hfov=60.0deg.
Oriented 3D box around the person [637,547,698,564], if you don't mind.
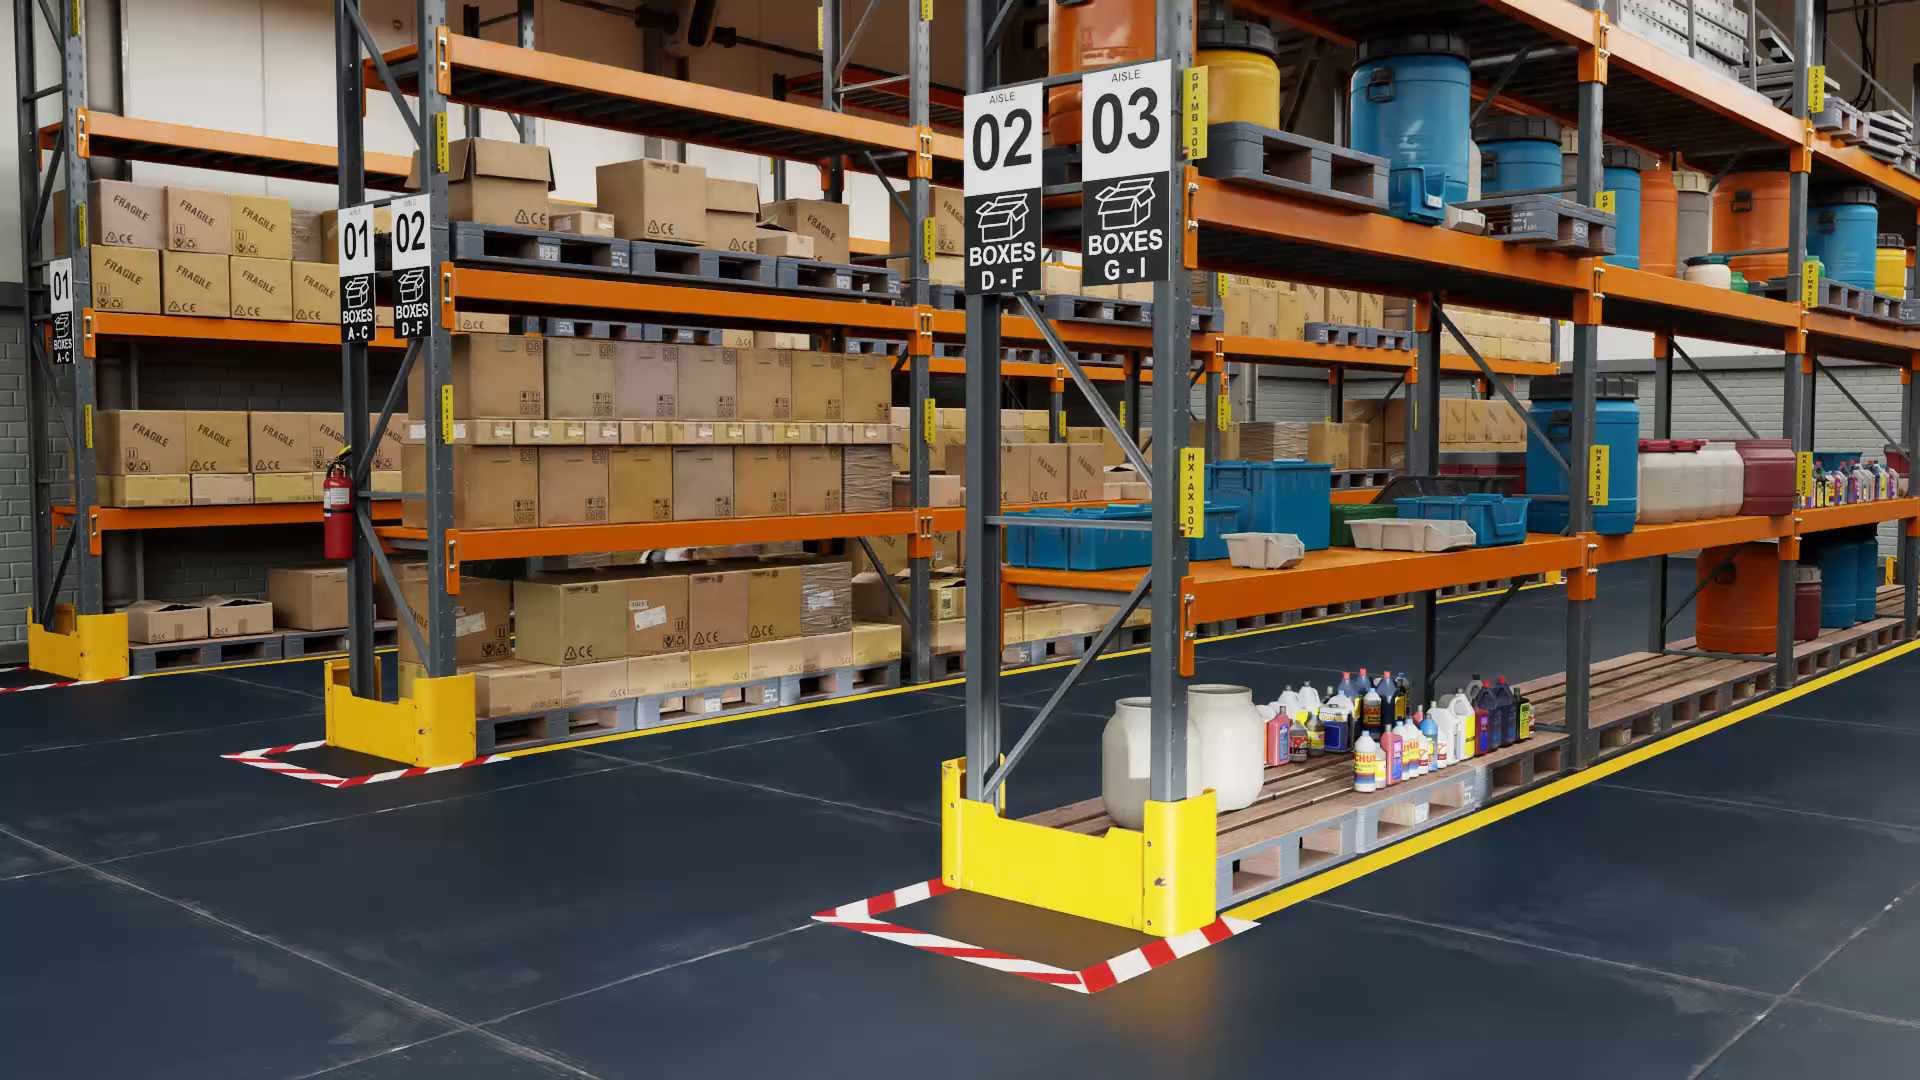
[{"bbox_3d":[-2.397,0.089,13.869,0.572,1.781,0.534,2,4,31],"label":"person"}]
